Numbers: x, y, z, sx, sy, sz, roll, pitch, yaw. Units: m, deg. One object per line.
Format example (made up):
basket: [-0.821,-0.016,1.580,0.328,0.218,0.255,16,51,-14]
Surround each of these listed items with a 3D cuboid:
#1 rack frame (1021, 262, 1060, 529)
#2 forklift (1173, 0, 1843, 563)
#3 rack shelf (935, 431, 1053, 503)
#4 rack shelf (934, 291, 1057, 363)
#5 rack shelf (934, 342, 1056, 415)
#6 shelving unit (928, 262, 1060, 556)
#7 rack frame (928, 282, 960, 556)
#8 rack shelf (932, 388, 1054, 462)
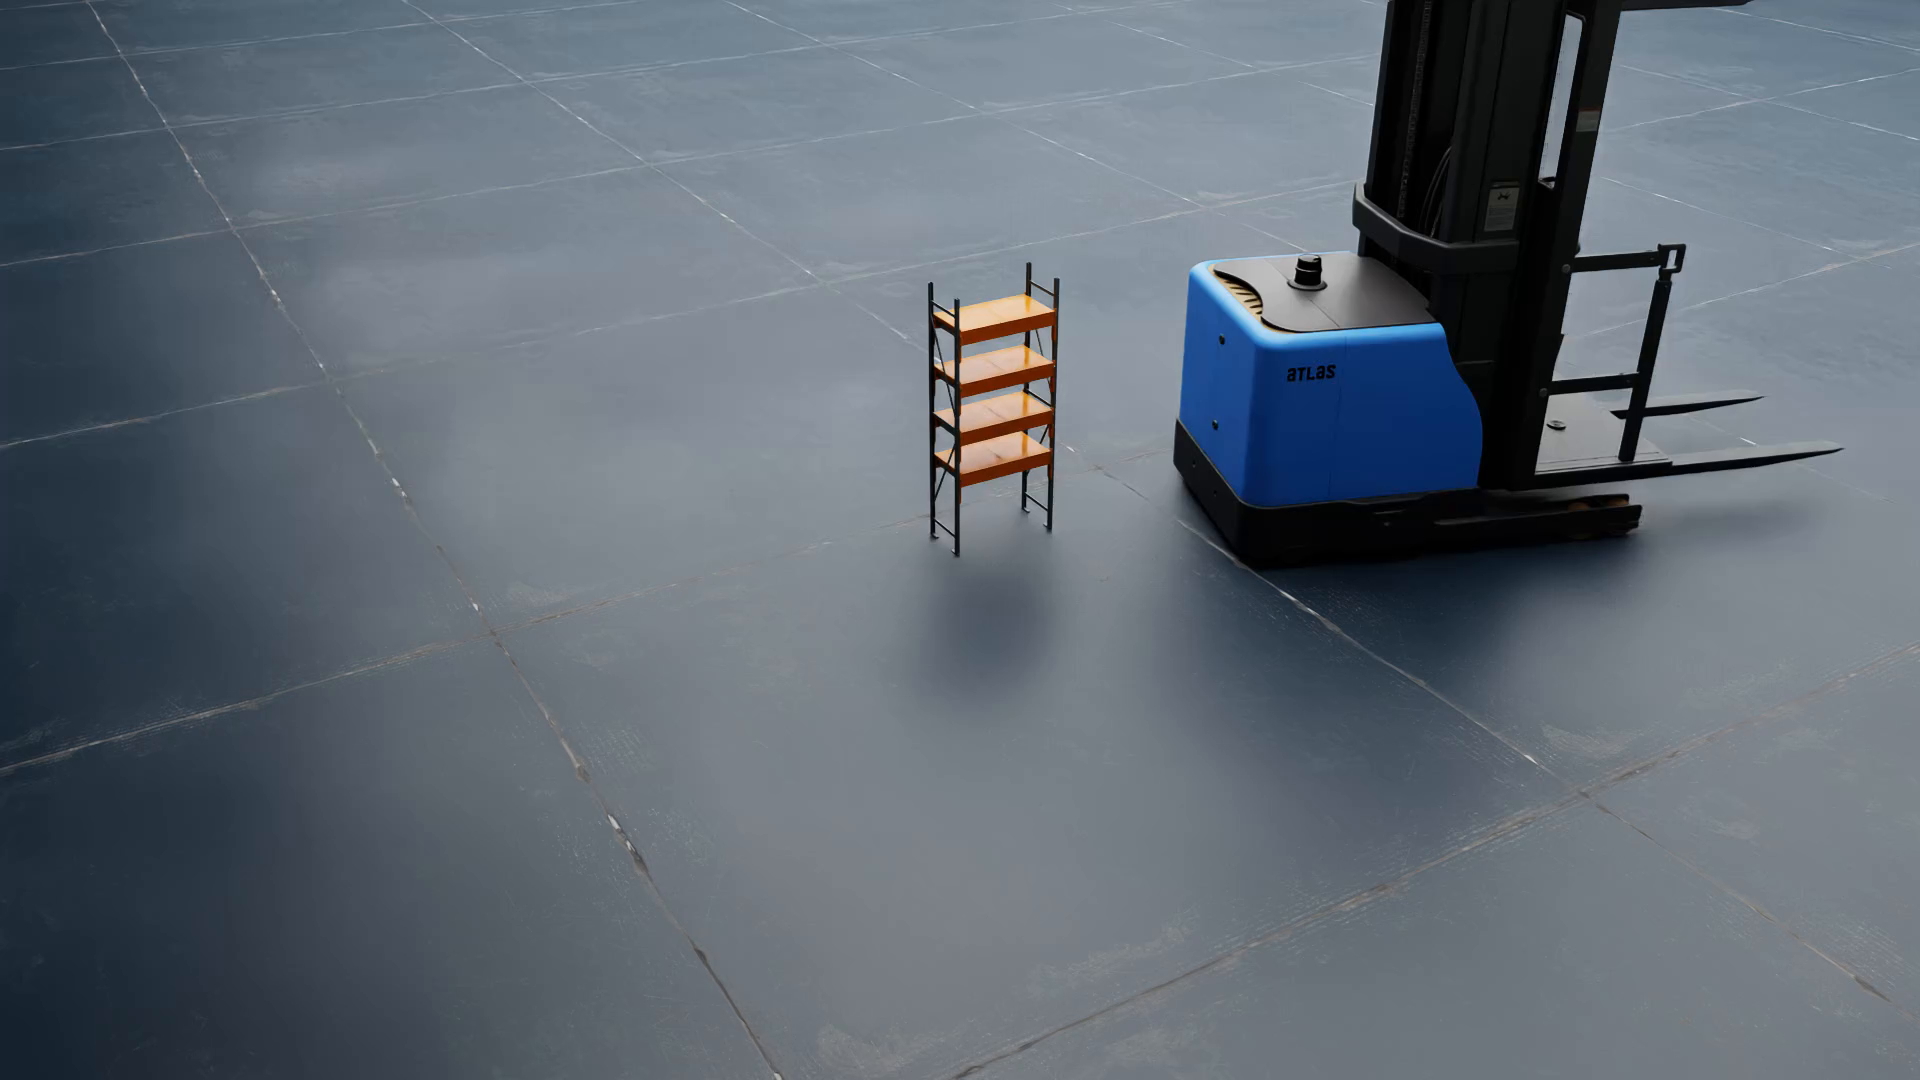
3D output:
rack frame: [0.353,-0.626,7.379,0.015,1.200,0.240,-16,33,-26]
forklift: [2.598,-1.530,7.226,3.031,2.935,1.130,-6,29,-10]
rack shelf: [0.143,-0.333,7.400,0.480,0.148,0.258,-16,33,-26]
rack shelf: [0.143,-0.910,7.081,0.480,0.148,0.258,-16,33,-26]
rack shelf: [0.143,-0.703,7.196,0.480,0.148,0.258,-16,33,-26]
shelving unit: [0.143,-0.566,7.271,0.503,1.200,0.258,-16,33,-26]
rack frame: [-0.068,-0.506,7.163,0.015,1.200,0.240,-16,33,-26]
rack shelf: [0.143,-0.507,7.304,0.480,0.148,0.258,-16,33,-26]
